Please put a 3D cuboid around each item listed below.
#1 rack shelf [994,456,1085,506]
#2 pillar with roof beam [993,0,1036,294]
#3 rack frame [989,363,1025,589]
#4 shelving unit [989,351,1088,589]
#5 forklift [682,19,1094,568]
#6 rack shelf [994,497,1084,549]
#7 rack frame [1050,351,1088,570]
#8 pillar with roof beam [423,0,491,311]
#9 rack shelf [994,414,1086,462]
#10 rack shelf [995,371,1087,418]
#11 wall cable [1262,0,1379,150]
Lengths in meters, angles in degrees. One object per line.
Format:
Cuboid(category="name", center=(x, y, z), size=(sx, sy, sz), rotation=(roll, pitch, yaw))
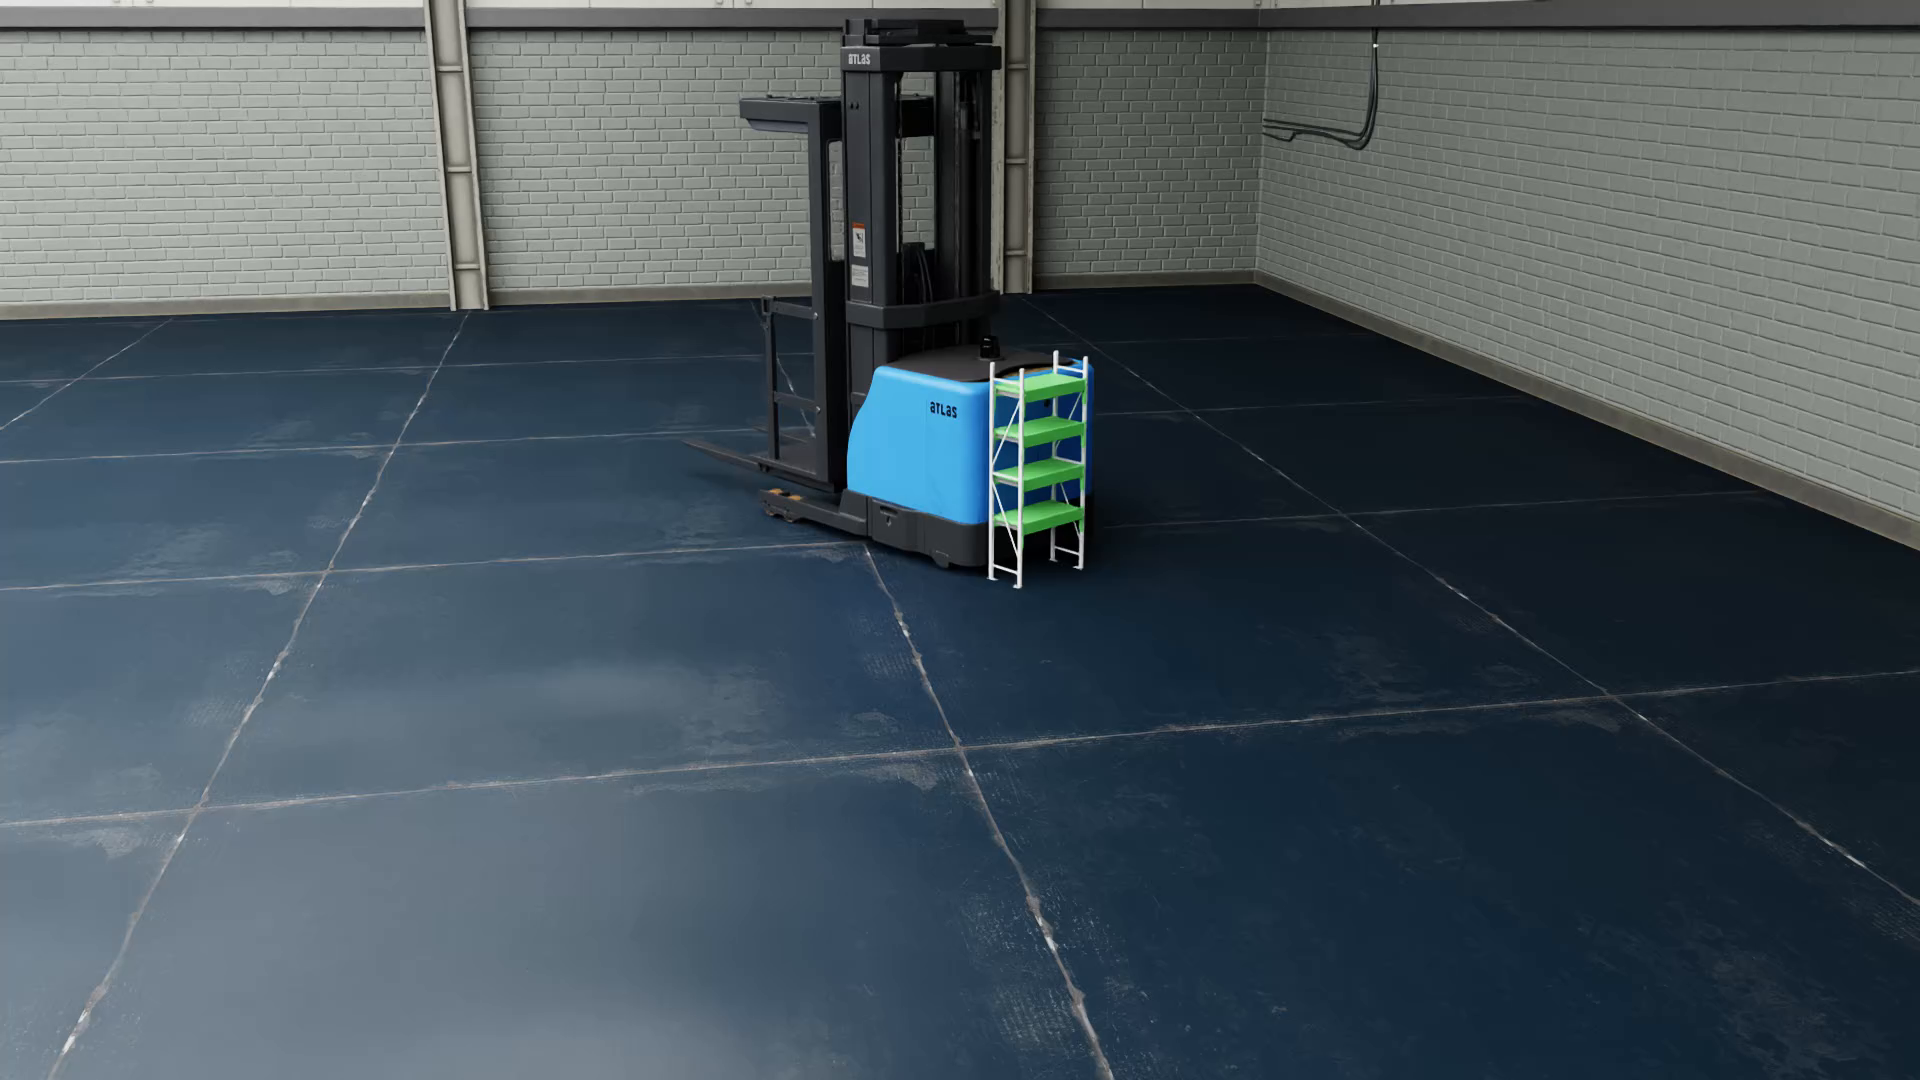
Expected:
Cuboid(category="rack shelf", center=(0.424, -0.324, 9.041), size=(0.480, 0.148, 0.258), rotation=(-16, 23, -41))
Cuboid(category="pillar with roof beam", center=(1.420, -5.906, 13.714), size=(0.400, 9.000, 9.100), rotation=(-3, 17, -10))
Cuboid(category="rack frame", center=(0.247, -0.336, 8.862), size=(0.015, 1.200, 0.240), rotation=(-16, 23, -41))
Cuboid(category="shelving unit", center=(0.424, -0.385, 9.022), size=(0.503, 1.200, 0.258), rotation=(-16, 23, -41))
Cuboid(category="forklift", center=(-0.599, -1.601, 10.032), size=(1.130, 2.935, 3.031), rotation=(-16, 23, -41))
Cuboid(category="rack shelf", center=(0.424, -0.095, 9.111), size=(0.480, 0.148, 0.258), rotation=(-16, 23, -41))
Cuboid(category="rack frame", center=(0.601, -0.434, 9.182), size=(0.015, 1.200, 0.240), rotation=(-16, 23, -41))
Cuboid(category="pillar with roof beam", center=(-4.471, -5.572, 12.626), size=(0.400, 9.000, 9.100), rotation=(-3, 17, -10))
Cuboid(category="rack shelf", center=(0.424, -0.553, 8.970), size=(0.480, 0.148, 0.258), rotation=(-16, 23, -41))
Cuboid(category="rack shelf", center=(0.424, -0.783, 8.900), size=(0.480, 0.148, 0.258), rotation=(-16, 23, -41))
Cuboid(category="wall cable", center=(3.747, -5.446, 17.504), size=(0.112, 2.526, 3.097), rotation=(-3, 17, -10))
